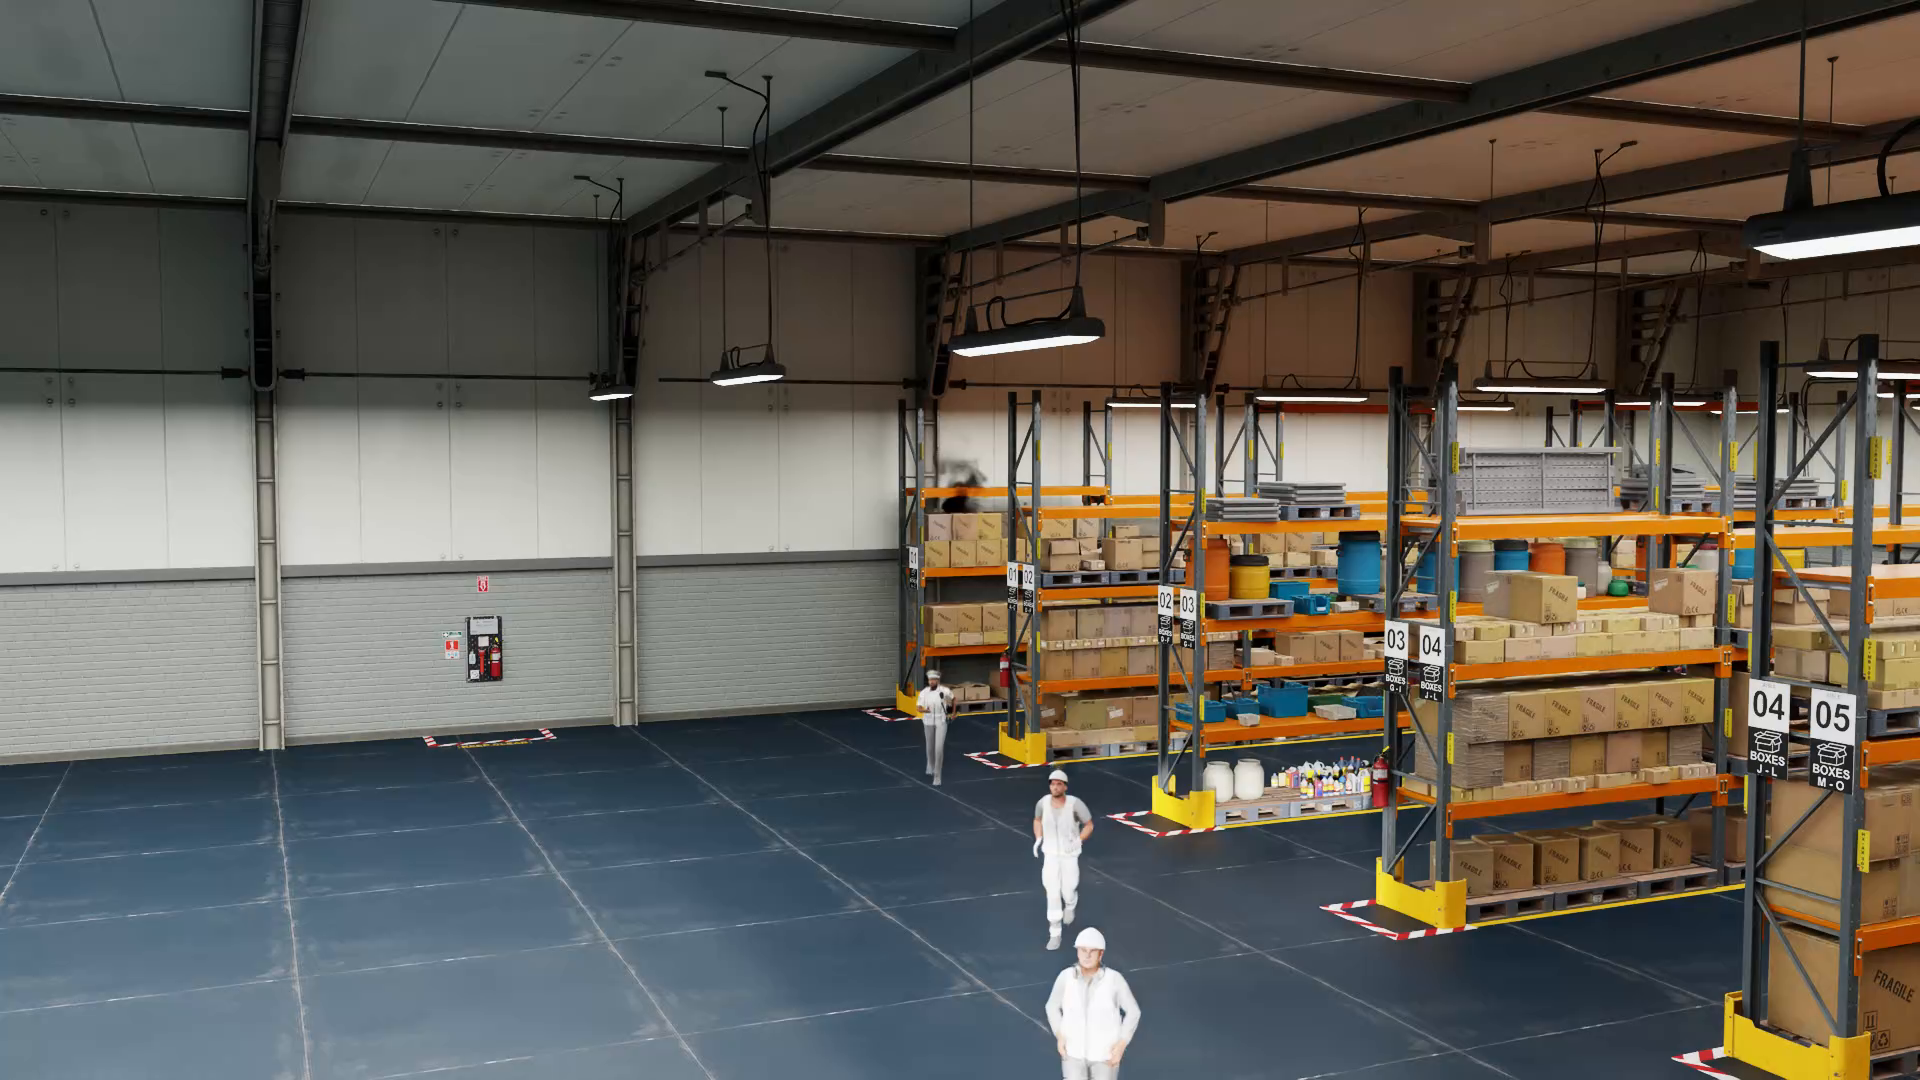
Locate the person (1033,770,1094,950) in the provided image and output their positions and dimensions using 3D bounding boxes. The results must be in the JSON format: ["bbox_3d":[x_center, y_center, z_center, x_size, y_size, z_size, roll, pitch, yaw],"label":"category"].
[{"bbox_3d":[1.061,3.252,17.186,0.648,1.787,0.867,1,3,15],"label":"person"}]

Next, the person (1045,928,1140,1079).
[{"bbox_3d":[0.938,3.601,11.810,0.681,1.728,0.654,1,3,14],"label":"person"}]

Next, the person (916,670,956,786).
[{"bbox_3d":[-0.361,2.836,25.403,0.589,1.741,0.894,0,3,7],"label":"person"}]
